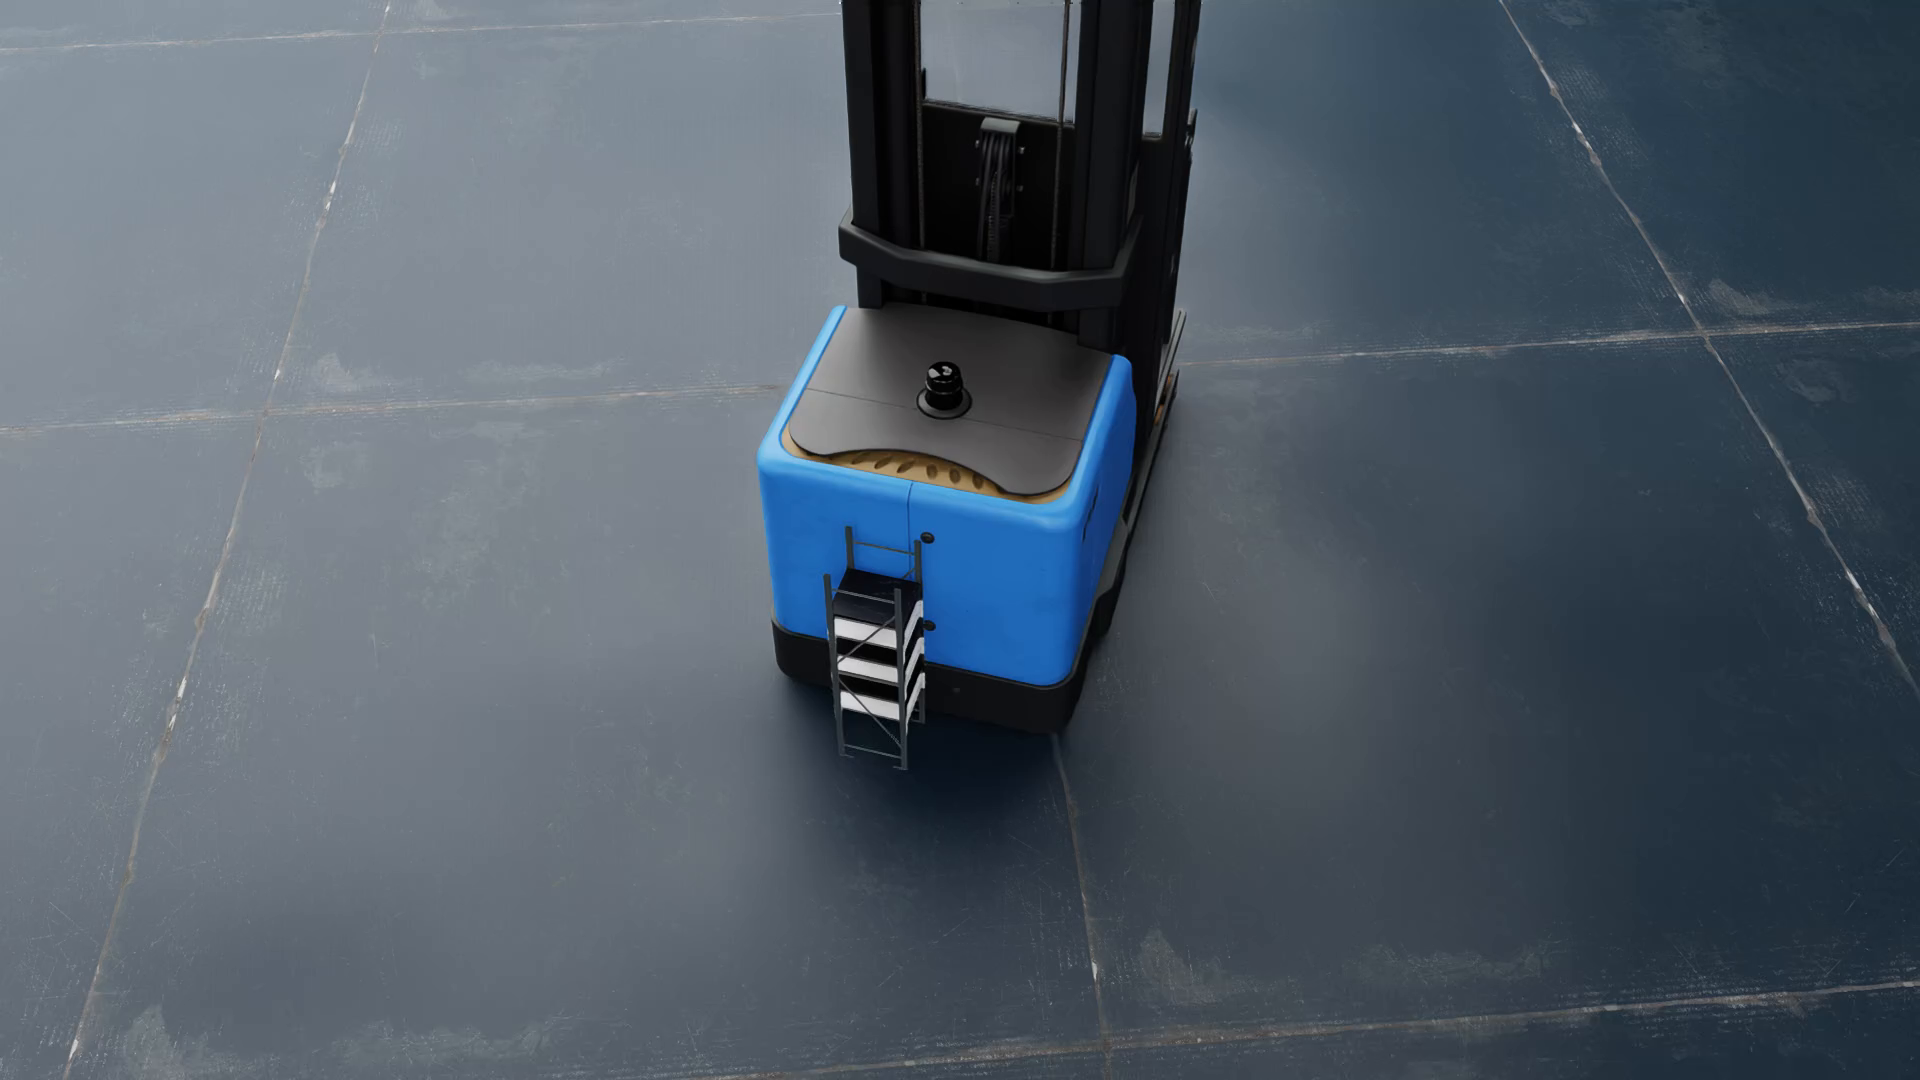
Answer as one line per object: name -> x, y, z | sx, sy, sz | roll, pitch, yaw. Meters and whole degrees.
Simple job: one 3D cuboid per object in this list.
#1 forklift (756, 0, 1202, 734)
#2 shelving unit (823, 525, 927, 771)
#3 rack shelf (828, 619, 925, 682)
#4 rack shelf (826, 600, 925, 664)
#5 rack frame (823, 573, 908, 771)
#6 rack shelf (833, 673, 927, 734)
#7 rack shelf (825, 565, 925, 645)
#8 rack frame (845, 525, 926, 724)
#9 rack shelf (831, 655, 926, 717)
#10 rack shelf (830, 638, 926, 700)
forklift -> 0.254, -1.456, 5.610 | 1.130, 2.935, 3.031 | 12, 48, 11
shelving unit -> -0.261, 0.362, 5.288 | 0.258, 0.900, 0.210 | 12, 48, 11
rack shelf -> -0.261, 0.323, 5.247 | 0.258, 0.077, 0.200 | 12, 48, 11
rack shelf -> -0.261, 0.261, 5.181 | 0.258, 0.077, 0.200 | 12, 48, 11
rack frame -> -0.289, 0.433, 5.220 | 0.240, 0.900, 0.006 | 12, 48, 11
rack shelf -> -0.261, 0.508, 5.443 | 0.258, 0.077, 0.200 | 12, 48, 11
rack shelf -> -0.261, 0.199, 5.116 | 0.258, 0.077, 0.200 | 12, 48, 11
rack frame -> -0.234, 0.291, 5.355 | 0.240, 0.900, 0.006 | 12, 48, 11
rack shelf -> -0.261, 0.446, 5.377 | 0.258, 0.077, 0.200 | 12, 48, 11
rack shelf -> -0.261, 0.384, 5.312 | 0.258, 0.077, 0.200 | 12, 48, 11
